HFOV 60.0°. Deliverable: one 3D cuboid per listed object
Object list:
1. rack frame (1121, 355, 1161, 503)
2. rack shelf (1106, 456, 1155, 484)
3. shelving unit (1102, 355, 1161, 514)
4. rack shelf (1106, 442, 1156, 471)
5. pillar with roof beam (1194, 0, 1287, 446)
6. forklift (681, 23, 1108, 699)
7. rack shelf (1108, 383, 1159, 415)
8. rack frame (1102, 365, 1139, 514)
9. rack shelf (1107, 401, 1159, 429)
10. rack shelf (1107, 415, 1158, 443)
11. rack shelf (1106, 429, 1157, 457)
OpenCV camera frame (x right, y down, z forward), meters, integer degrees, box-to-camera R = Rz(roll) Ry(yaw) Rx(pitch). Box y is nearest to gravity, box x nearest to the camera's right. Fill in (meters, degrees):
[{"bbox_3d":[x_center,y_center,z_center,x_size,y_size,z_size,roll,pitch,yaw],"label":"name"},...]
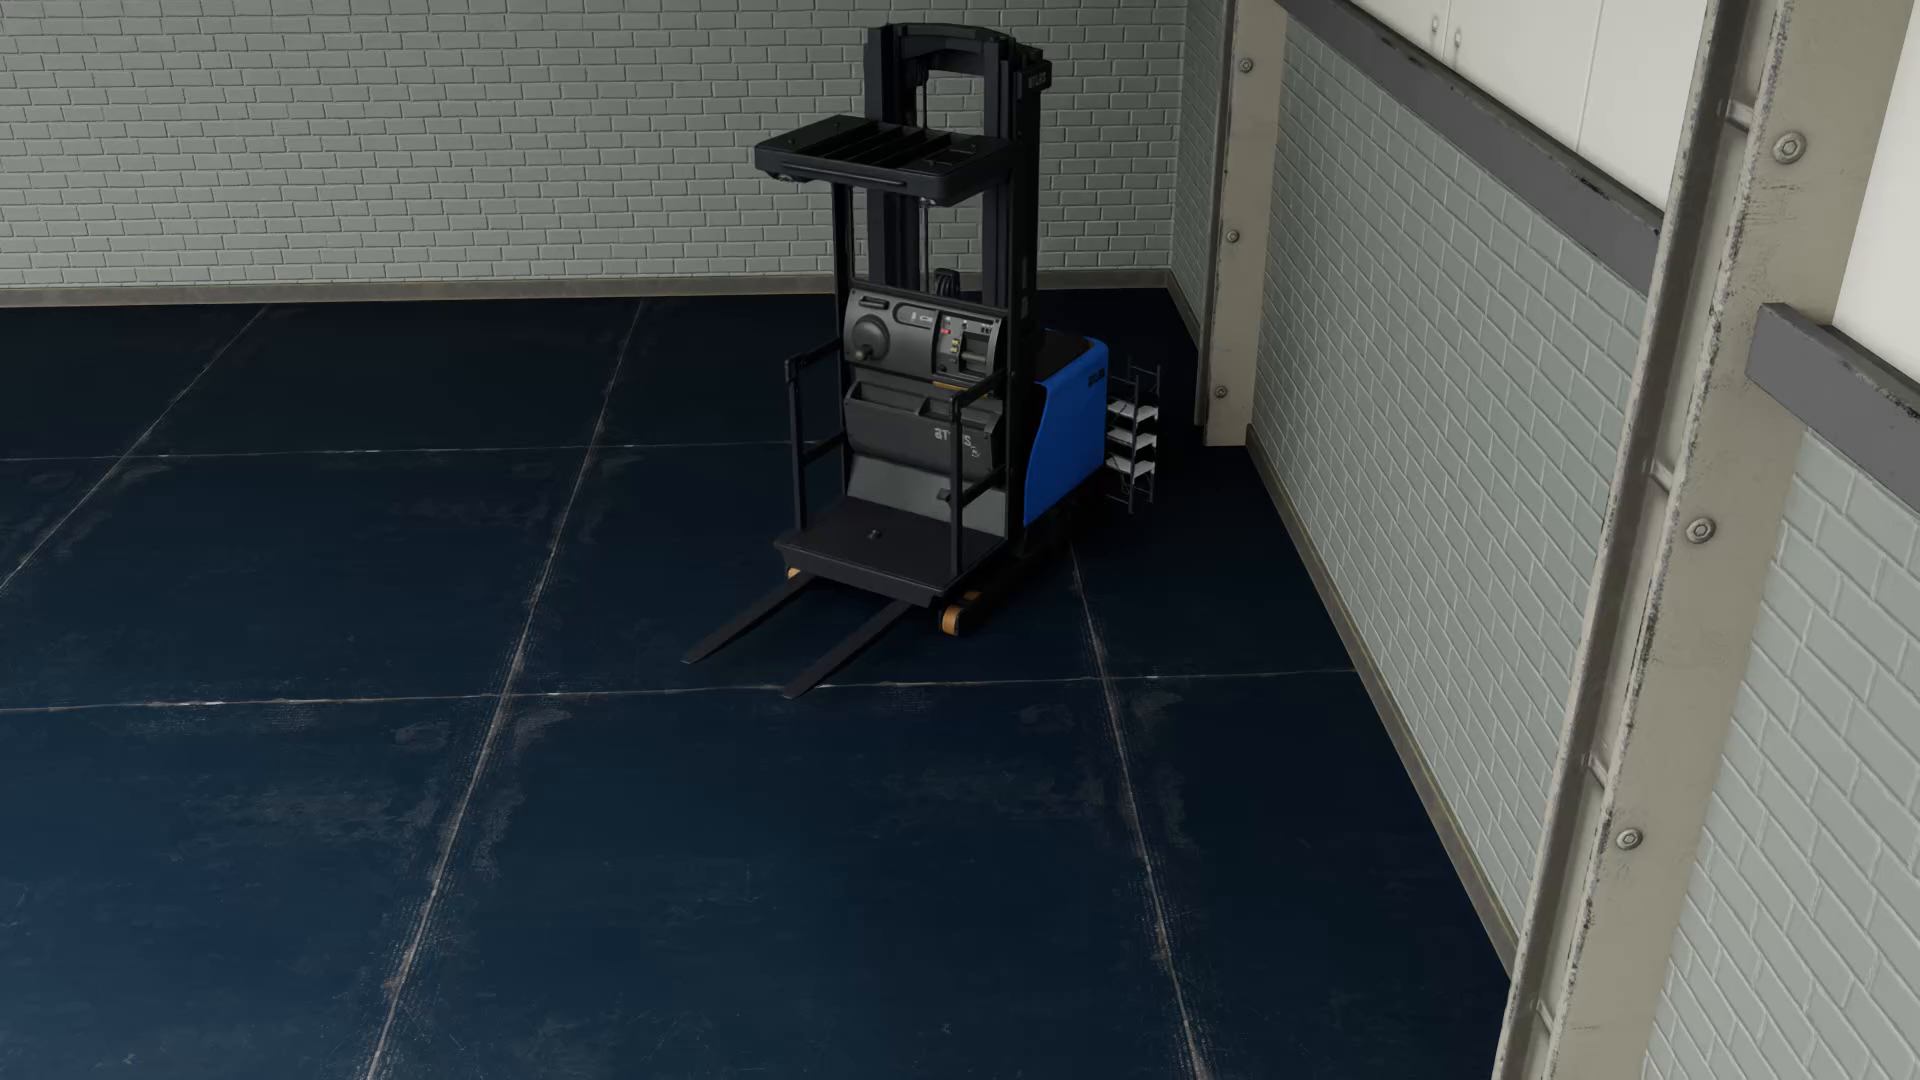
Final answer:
[{"bbox_3d":[1.090,-0.664,10.049,0.240,0.900,0.006,24,36,38],"label":"rack frame"},{"bbox_3d":[1.020,-0.440,10.082,0.258,0.077,0.200,24,36,38],"label":"rack shelf"},{"bbox_3d":[1.020,-0.629,9.984,0.258,0.900,0.210,24,36,38],"label":"shelving unit"},{"bbox_3d":[1.020,-0.520,10.041,0.258,0.077,0.200,24,36,38],"label":"rack shelf"},{"bbox_3d":[-2.550,-4.600,8.838,9.100,9.000,0.400,-1,28,-3],"label":"pillar with roof beam"},{"bbox_3d":[-0.308,-1.035,8.564,1.130,2.935,3.031,15,31,27],"label":"forklift"},{"bbox_3d":[1.020,-0.839,9.874,0.258,0.077,0.200,24,36,38],"label":"rack shelf"},{"bbox_3d":[0.950,-0.595,9.918,0.240,0.900,0.006,24,36,38],"label":"rack frame"},{"bbox_3d":[1.020,-0.759,9.916,0.258,0.077,0.200,24,36,38],"label":"rack shelf"},{"bbox_3d":[1.020,-0.680,9.958,0.258,0.077,0.200,24,36,38],"label":"rack shelf"},{"bbox_3d":[1.020,-0.600,9.999,0.258,0.077,0.200,24,36,38],"label":"rack shelf"}]
